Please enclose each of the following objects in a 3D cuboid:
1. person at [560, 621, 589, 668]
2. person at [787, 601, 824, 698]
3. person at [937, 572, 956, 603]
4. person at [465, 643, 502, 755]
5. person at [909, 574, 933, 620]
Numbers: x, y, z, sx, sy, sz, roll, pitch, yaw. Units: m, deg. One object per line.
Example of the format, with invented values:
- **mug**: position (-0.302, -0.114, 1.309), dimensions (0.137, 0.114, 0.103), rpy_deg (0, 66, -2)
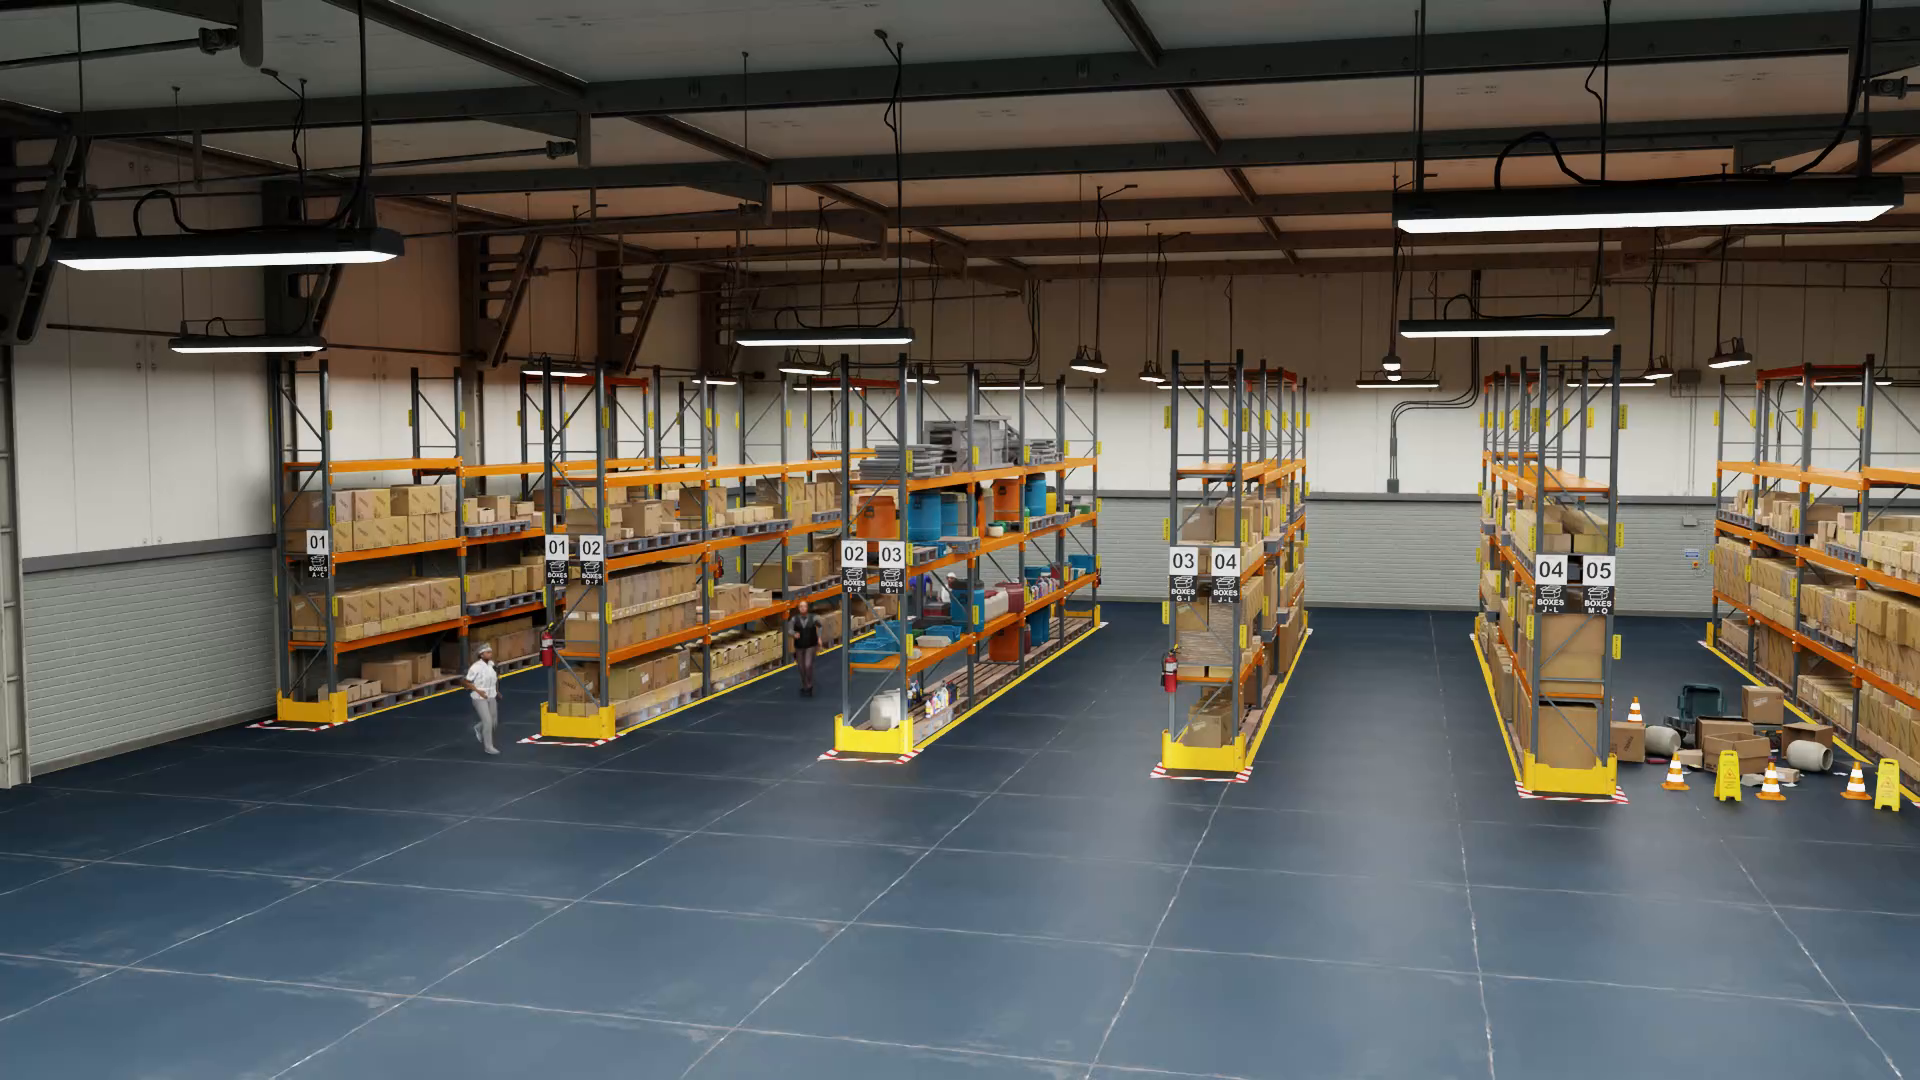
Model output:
- **person**: position (-6.765, 1.991, 29.862), dimensions (0.701, 1.756, 1.060), rpy_deg (1, 4, 11)
- **person**: position (-2.815, 1.983, 30.151), dimensions (0.596, 1.750, 0.813), rpy_deg (1, 4, 9)
- **person**: position (-0.218, 1.567, 35.604), dimensions (0.674, 1.739, 0.582), rpy_deg (1, 4, 13)
- **person**: position (-7.217, 2.384, 25.053), dimensions (0.652, 1.679, 0.581), rpy_deg (3, 5, 34)
- **person**: position (-0.939, 1.401, 38.605), dimensions (0.534, 1.716, 0.848), rpy_deg (1, 4, 11)
